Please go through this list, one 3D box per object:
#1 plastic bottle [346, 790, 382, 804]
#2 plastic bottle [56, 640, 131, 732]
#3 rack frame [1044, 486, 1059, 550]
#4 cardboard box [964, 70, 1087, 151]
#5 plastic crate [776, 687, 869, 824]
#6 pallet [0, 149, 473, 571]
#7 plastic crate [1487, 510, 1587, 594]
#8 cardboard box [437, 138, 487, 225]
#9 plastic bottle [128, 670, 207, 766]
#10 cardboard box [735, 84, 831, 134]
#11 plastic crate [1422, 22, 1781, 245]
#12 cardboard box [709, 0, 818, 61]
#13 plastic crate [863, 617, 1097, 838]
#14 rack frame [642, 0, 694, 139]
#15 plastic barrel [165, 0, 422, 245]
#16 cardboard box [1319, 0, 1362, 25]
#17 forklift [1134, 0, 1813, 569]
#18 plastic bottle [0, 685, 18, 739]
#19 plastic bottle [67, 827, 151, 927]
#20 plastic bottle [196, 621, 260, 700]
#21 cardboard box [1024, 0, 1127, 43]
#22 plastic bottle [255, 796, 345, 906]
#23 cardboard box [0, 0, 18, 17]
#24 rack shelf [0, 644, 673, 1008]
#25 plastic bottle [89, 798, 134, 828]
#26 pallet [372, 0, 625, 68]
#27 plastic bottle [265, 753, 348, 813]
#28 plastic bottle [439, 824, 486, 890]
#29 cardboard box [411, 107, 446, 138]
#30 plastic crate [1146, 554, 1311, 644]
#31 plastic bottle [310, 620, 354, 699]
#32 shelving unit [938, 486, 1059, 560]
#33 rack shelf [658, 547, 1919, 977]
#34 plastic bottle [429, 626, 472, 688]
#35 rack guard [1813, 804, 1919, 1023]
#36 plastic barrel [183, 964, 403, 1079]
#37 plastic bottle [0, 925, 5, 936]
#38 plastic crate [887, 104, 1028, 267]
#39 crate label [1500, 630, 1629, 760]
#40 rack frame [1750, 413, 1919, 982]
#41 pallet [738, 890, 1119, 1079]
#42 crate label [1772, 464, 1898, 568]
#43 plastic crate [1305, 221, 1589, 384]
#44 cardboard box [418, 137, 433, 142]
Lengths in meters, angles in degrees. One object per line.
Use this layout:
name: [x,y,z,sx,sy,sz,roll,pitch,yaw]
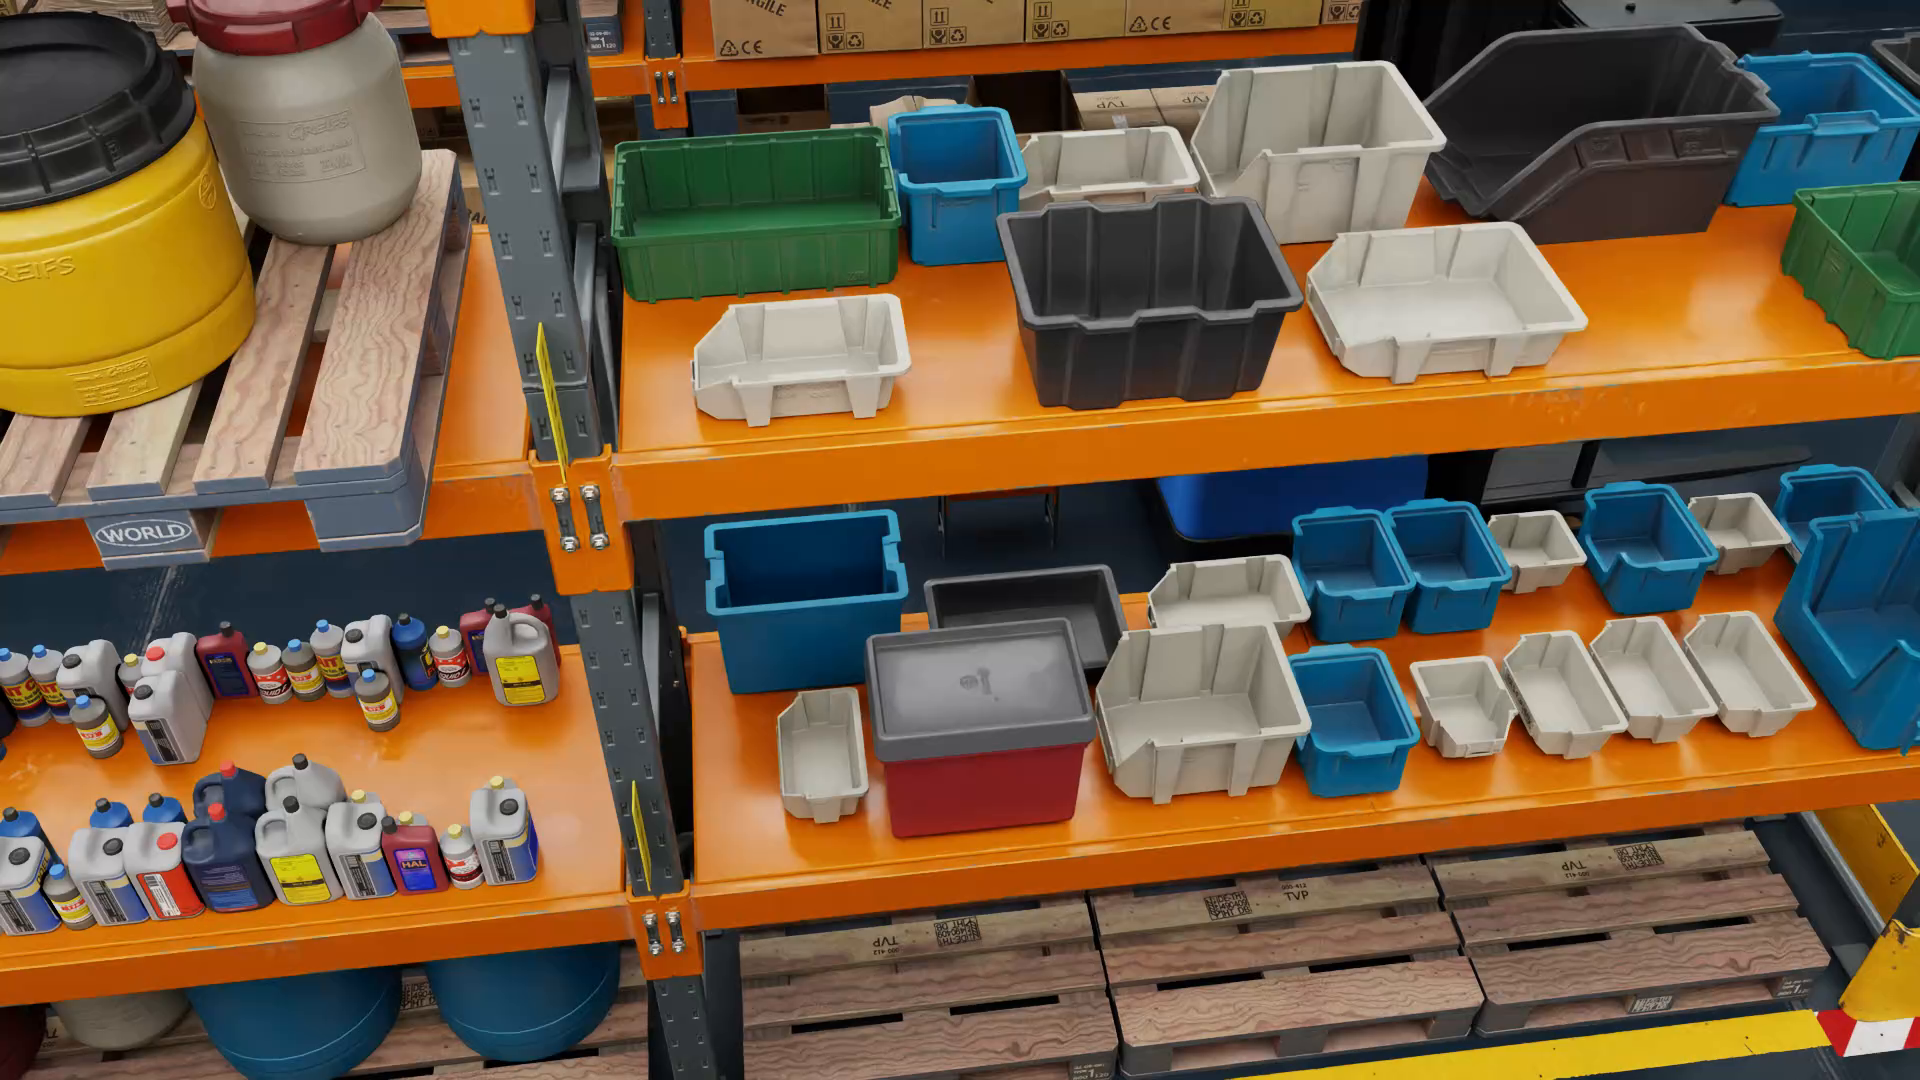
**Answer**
plastic bottle: [-1.617,0.758,4.533,0.097,0.201,0.097,0,42,0]
plastic bottle: [-2.528,0.419,4.854,0.135,0.276,0.152,-5,42,-6]
rack frame: [0.406,-0.481,7.103,0.015,1.200,0.240,-5,42,-6]
cardboard box: [0.352,-2.208,9.209,0.637,0.503,0.797,-5,42,-6]
plastic crate: [-0.391,0.615,4.695,0.243,0.136,0.396,-5,42,-6]
pallet: [-1.636,-0.426,3.599,1.003,0.211,1.213,-5,42,-6]
plastic crate: [1.806,0.048,5.324,0.298,0.136,0.250,-5,42,-6]
cardboard box: [-2.453,-1.769,8.725,0.500,0.500,0.500,-5,42,-5]
plastic bottle: [-2.278,0.500,4.764,0.135,0.276,0.152,-5,42,-6]
cardboard box: [-0.982,-2.278,9.289,0.500,0.500,0.500,-5,42,-6]
plastic crate: [1.544,-1.003,4.144,0.767,0.338,0.504,-5,42,-6]
cardboard box: [-0.969,-2.705,8.150,0.500,0.500,0.500,-4,42,-4]
plastic crate: [0.047,0.528,4.547,0.583,0.464,0.402,-5,42,-6]
rack frame: [-1.510,-2.805,8.335,0.127,3.000,1.000,-5,42,-6]
plastic barrel: [-1.426,-0.956,3.631,0.433,0.535,0.433,0,42,0]
cardboard box: [2.048,-2.970,8.443,0.500,0.500,0.500,-4,42,-4]
forklift: [2.329,-1.352,6.776,3.031,2.935,1.130,-6,42,-7]
plastic bottle: [-2.880,0.419,4.797,0.185,0.351,0.144,-5,42,-6]
plastic bottle: [-2.216,0.867,4.357,0.135,0.276,0.152,-5,42,-6]
plastic bottle: [-2.171,0.354,4.920,0.133,0.283,0.061,-5,42,-6]
cardboard box: [0.539,-2.839,8.298,0.500,0.500,0.500,-6,42,-6]
plastic bottle: [-1.740,0.801,4.375,0.185,0.351,0.144,-5,42,-6]
cardboard box: [-4.866,-2.780,7.920,0.500,0.500,0.700,-19,45,-20]
rack shelf: [-2.854,0.926,4.736,4.000,0.370,1.077,-5,42,-6]
plastic bottle: [-2.251,0.788,4.448,0.097,0.271,0.097,0,42,0]
pallet: [-2.316,-2.737,8.403,1.213,0.211,1.003,-5,42,-6]
plastic bottle: [-1.759,0.705,4.481,0.185,0.351,0.144,-5,42,-6]
plastic bottle: [-1.332,0.836,4.447,0.097,0.201,0.097,0,42,0]
cardboard box: [-3.013,-2.351,8.810,0.500,0.250,0.500,-5,42,-5]
plastic crate: [0.816,0.210,5.145,0.466,0.136,0.293,-5,42,-6]
plastic bottle: [-1.861,0.344,4.940,0.097,0.271,0.097,0,42,0]
shelving unit: [0.164,-0.460,7.079,0.503,1.200,0.258,-5,42,-6]
rack shelf: [1.112,0.579,5.121,4.000,0.370,1.077,-5,42,-6]
plastic bottle: [-1.534,0.341,4.996,0.097,0.201,0.097,0,42,0]
rack guard: [3.117,1.055,5.922,0.348,0.500,1.175,-5,42,-6]
plastic barrel: [-2.115,1.206,5.142,0.708,0.901,0.600,-5,42,-6]
plastic bottle: [-2.557,0.943,4.328,0.097,0.201,0.097,0,42,0]
plastic crate: [-0.010,-0.858,4.062,0.300,0.233,0.416,-5,42,-6]
crate label: [1.748,0.461,4.867,0.243,0.136,0.396,-5,42,-6]
rack frame: [3.095,0.138,5.073,0.127,3.000,1.000,-5,42,-6]
pallet: [-0.147,1.431,5.721,1.213,0.211,1.003,-5,42,-6]
crate label: [2.807,-0.019,5.327,0.303,0.233,0.416,-5,42,-6]
plastic crate: [1.078,-0.534,3.775,0.530,0.136,0.437,-5,42,-6]
cardboard box: [-3.045,-2.068,9.056,0.500,0.500,0.500,-5,42,-5]
